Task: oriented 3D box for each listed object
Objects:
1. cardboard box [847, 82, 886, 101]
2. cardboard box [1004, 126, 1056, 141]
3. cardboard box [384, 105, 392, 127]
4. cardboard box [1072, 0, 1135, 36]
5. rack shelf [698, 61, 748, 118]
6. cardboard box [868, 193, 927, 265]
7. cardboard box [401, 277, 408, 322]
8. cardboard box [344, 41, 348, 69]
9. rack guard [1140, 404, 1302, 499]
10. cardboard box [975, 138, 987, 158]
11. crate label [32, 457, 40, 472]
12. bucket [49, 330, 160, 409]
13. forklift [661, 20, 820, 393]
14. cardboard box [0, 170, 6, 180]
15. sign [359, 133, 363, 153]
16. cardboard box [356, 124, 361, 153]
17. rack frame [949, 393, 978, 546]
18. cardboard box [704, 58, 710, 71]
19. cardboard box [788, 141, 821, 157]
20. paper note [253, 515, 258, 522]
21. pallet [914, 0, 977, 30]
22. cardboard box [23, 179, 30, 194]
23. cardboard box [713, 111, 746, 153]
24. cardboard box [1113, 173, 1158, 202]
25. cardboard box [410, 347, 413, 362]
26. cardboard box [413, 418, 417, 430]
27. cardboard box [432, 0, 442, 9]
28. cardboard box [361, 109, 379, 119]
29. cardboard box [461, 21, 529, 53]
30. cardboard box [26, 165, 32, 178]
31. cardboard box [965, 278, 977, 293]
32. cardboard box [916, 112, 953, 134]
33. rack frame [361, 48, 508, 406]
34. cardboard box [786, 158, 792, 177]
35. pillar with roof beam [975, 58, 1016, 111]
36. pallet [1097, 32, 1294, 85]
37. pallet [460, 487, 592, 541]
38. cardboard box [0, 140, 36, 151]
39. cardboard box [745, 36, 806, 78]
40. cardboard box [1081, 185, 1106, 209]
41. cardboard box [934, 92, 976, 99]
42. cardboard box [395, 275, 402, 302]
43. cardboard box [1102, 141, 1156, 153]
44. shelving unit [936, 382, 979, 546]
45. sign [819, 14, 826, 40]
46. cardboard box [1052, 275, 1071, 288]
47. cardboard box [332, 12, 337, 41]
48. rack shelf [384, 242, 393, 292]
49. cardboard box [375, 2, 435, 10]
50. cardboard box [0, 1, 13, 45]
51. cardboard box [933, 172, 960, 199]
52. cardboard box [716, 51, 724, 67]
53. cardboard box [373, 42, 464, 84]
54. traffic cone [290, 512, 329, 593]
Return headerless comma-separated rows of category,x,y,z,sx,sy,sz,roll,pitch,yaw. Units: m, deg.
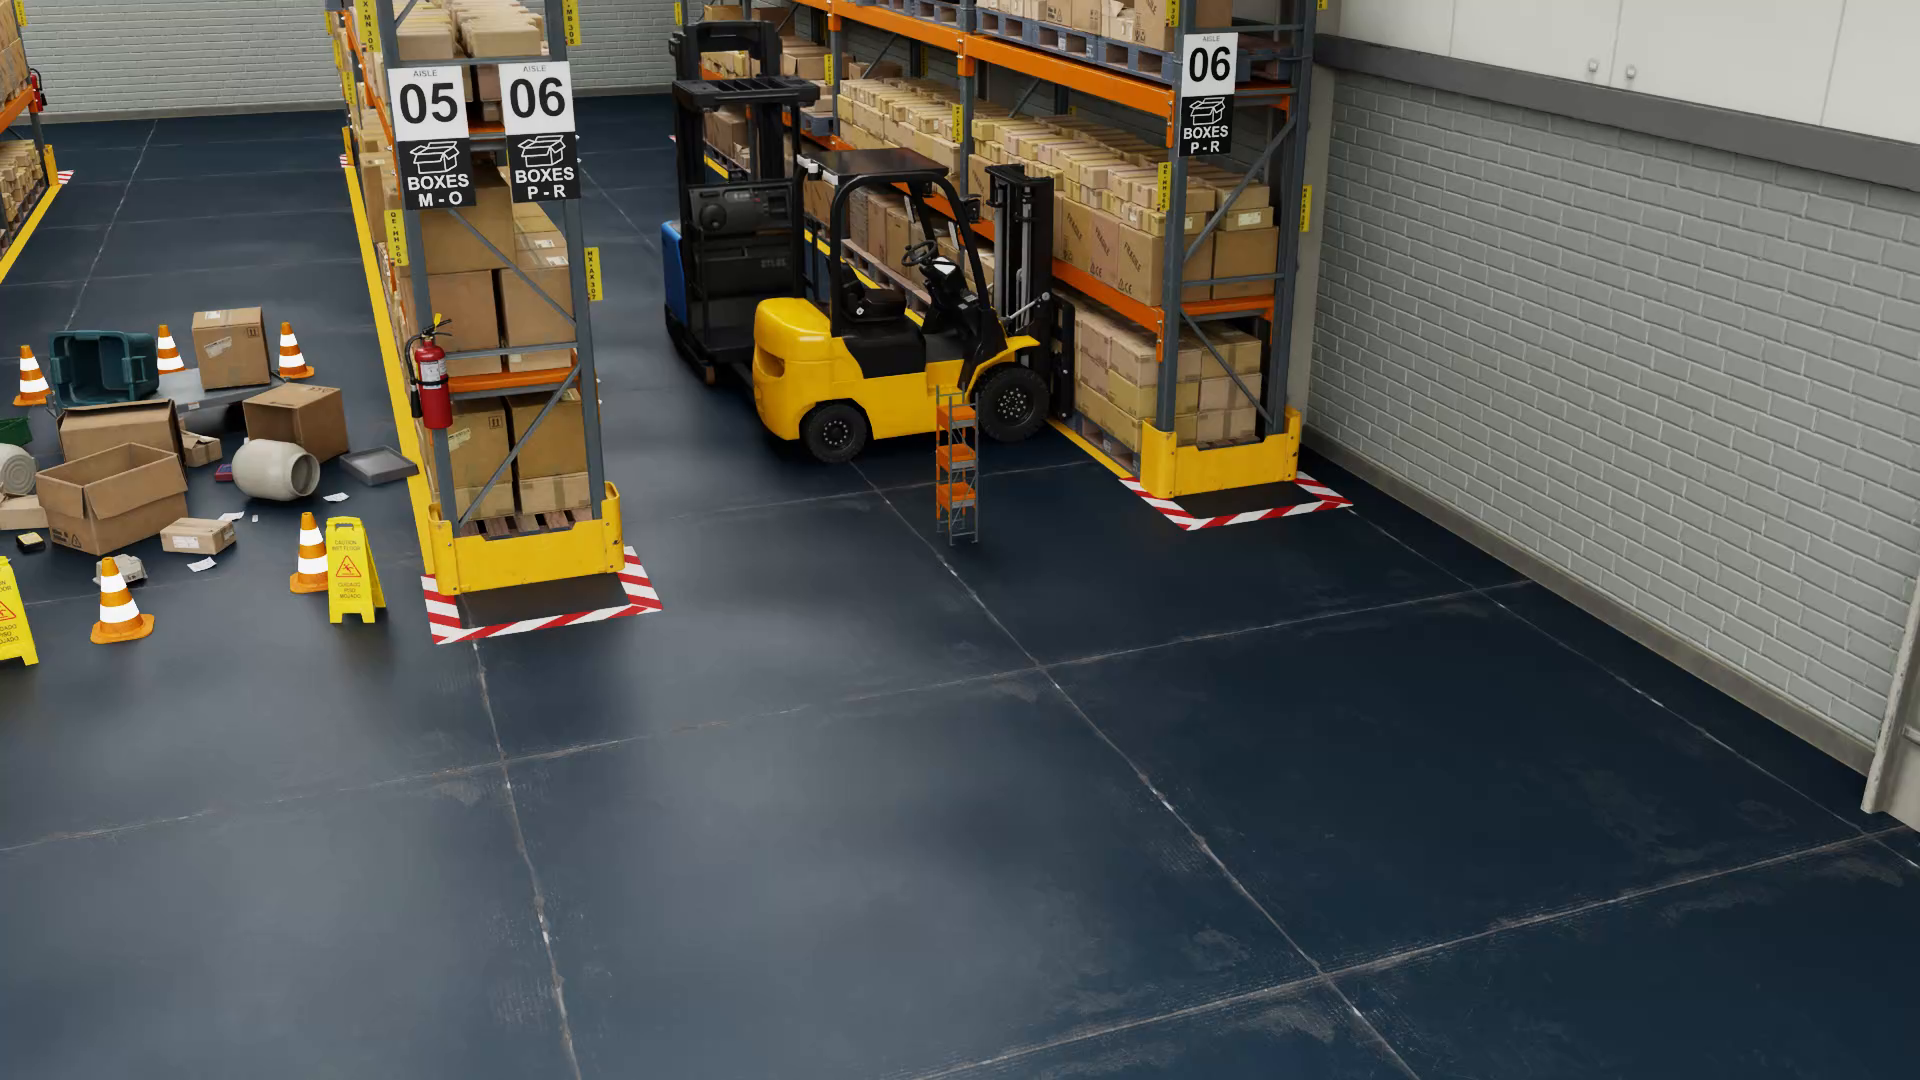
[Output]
cardboard box,-0.994,-4.822,17.865,0.380,0.149,0.250,-8,24,-18
cardboard box,0.597,-3.428,14.175,0.380,0.149,0.250,-9,24,-20
cardboard box,-3.249,-2.585,9.982,0.380,0.149,0.250,-8,24,-19
cardboard box,1.247,-4.005,12.229,0.700,0.500,0.500,-8,24,-19
rack shelf,-3.046,-6.579,23.923,1.077,0.370,4.000,-8,24,-19
cardboard box,-0.481,-3.365,17.888,0.875,0.625,0.625,-8,24,-17
cardboard box,-3.365,-1.666,10.829,0.500,0.500,0.500,-8,24,-19
cardboard box,-6.526,-5.258,18.447,0.500,0.500,0.500,-9,24,-20
rack guard,1.908,-0.663,12.179,1.175,0.500,0.348,-8,24,-19
cardboard box,0.353,-3.470,14.657,0.380,0.149,0.250,-9,24,-20
crate label,-7.016,-0.536,12.346,0.250,0.136,0.298,12,26,27
bucket,-6.546,-1.337,12.819,0.726,0.611,0.620,0,13,-1
forklift,-1.814,-2.882,14.315,1.130,2.935,3.031,-8,24,-19
cardboard box,-11.796,-4.378,20.139,0.380,0.149,0.250,-9,24,-20
sign,-4.674,-3.051,13.135,0.100,0.325,0.005,-8,24,-19
cardboard box,-6.185,-4.310,17.808,0.500,0.250,0.500,-8,24,-18
rack frame,0.024,-0.459,10.987,0.200,1.050,0.008,-8,24,-19
cardboard box,-3.484,-6.889,24.057,0.380,0.149,0.250,-9,24,-20
cardboard box,-1.942,-4.892,20.836,0.380,0.149,0.250,-7,24,-17
paper note,-4.915,-0.151,11.595,0.032,0.001,0.123,-8,24,-19
pallet,0.163,-4.890,15.373,0.805,0.209,1.217,-9,25,-21
cardboard box,-12.085,-4.495,21.181,0.380,0.149,0.250,-8,24,-18
cardboard box,-3.266,-5.922,24.115,0.500,0.500,0.500,-8,24,-18
cardboard box,1.342,-2.583,12.171,0.380,0.149,0.250,-8,24,-18
cardboard box,-3.639,-1.279,11.622,0.380,0.149,0.250,-7,24,-17
cardboard box,-4.001,-1.077,12.943,0.500,0.250,0.500,-7,24,-16
cardboard box,-3.668,-3.952,12.200,0.380,0.149,0.250,-8,24,-18
cardboard box,-4.203,-3.049,12.822,0.700,0.500,0.500,-9,24,-20
cardboard box,-2.781,-3.022,9.992,0.380,0.149,0.250,-8,24,-19
cardboard box,-12.156,-4.728,21.353,0.380,0.149,0.250,-8,24,-18
cardboard box,0.369,-2.216,15.000,0.500,0.250,0.500,-8,24,-19
cardboard box,-0.204,-3.980,15.868,0.380,0.149,0.250,-9,25,-21
rack frame,-4.156,-2.594,13.544,1.000,3.000,0.127,-8,24,-19
cardboard box,-1.832,-4.455,20.636,0.500,0.500,0.500,-9,25,-21
pillar with roof beam,-3.650,-6.554,15.214,9.100,9.000,0.400,-8,24,-19
pallet,1.674,-3.425,11.767,1.003,0.211,1.213,-8,24,-19
pallet,-3.023,-0.184,11.414,1.003,0.211,1.213,-8,24,-19
cardboard box,-12.566,-5.235,22.173,0.380,0.149,0.250,-8,24,-18
cardboard box,-2.378,-6.217,21.468,0.700,0.500,0.500,-8,24,-18
cardboard box,1.147,-2.630,12.663,0.380,0.149,0.250,-9,25,-21
cardboard box,-0.053,-4.538,17.191,0.380,0.149,0.250,-9,24,-20
cardboard box,-3.901,-1.854,12.111,0.380,0.149,0.250,-8,24,-19
cardboard box,1.365,-3.118,13.440,0.380,0.149,0.250,-8,24,-17
shelving unit,-0.019,-0.503,11.092,0.215,1.050,0.252,-8,24,-19
sign,-1.822,-6.795,22.018,0.100,0.325,0.005,-8,24,-19
cardboard box,0.722,-2.079,14.032,0.500,0.250,0.500,-7,24,-17
cardboard box,-8.114,-6.875,22.284,0.500,0.500,0.500,-9,24,-19
rack shelf,-4.862,-2.990,15.407,1.077,0.370,4.000,-8,24,-19
cardboard box,-3.723,-3.516,11.164,0.380,0.149,0.250,-8,24,-18
cardboard box,-12.417,-6.566,21.168,0.500,0.500,0.500,-9,25,-21
cardboard box,0.064,-3.355,15.541,0.500,0.250,0.500,-8,24,-18
cardboard box,-3.102,-6.766,23.252,0.500,0.250,0.500,-9,24,-19
cardboard box,-3.339,-2.925,10.276,0.500,0.250,0.500,-9,24,-20
traffic cone,-4.101,0.049,10.539,0.336,0.463,0.334,-8,24,-19
